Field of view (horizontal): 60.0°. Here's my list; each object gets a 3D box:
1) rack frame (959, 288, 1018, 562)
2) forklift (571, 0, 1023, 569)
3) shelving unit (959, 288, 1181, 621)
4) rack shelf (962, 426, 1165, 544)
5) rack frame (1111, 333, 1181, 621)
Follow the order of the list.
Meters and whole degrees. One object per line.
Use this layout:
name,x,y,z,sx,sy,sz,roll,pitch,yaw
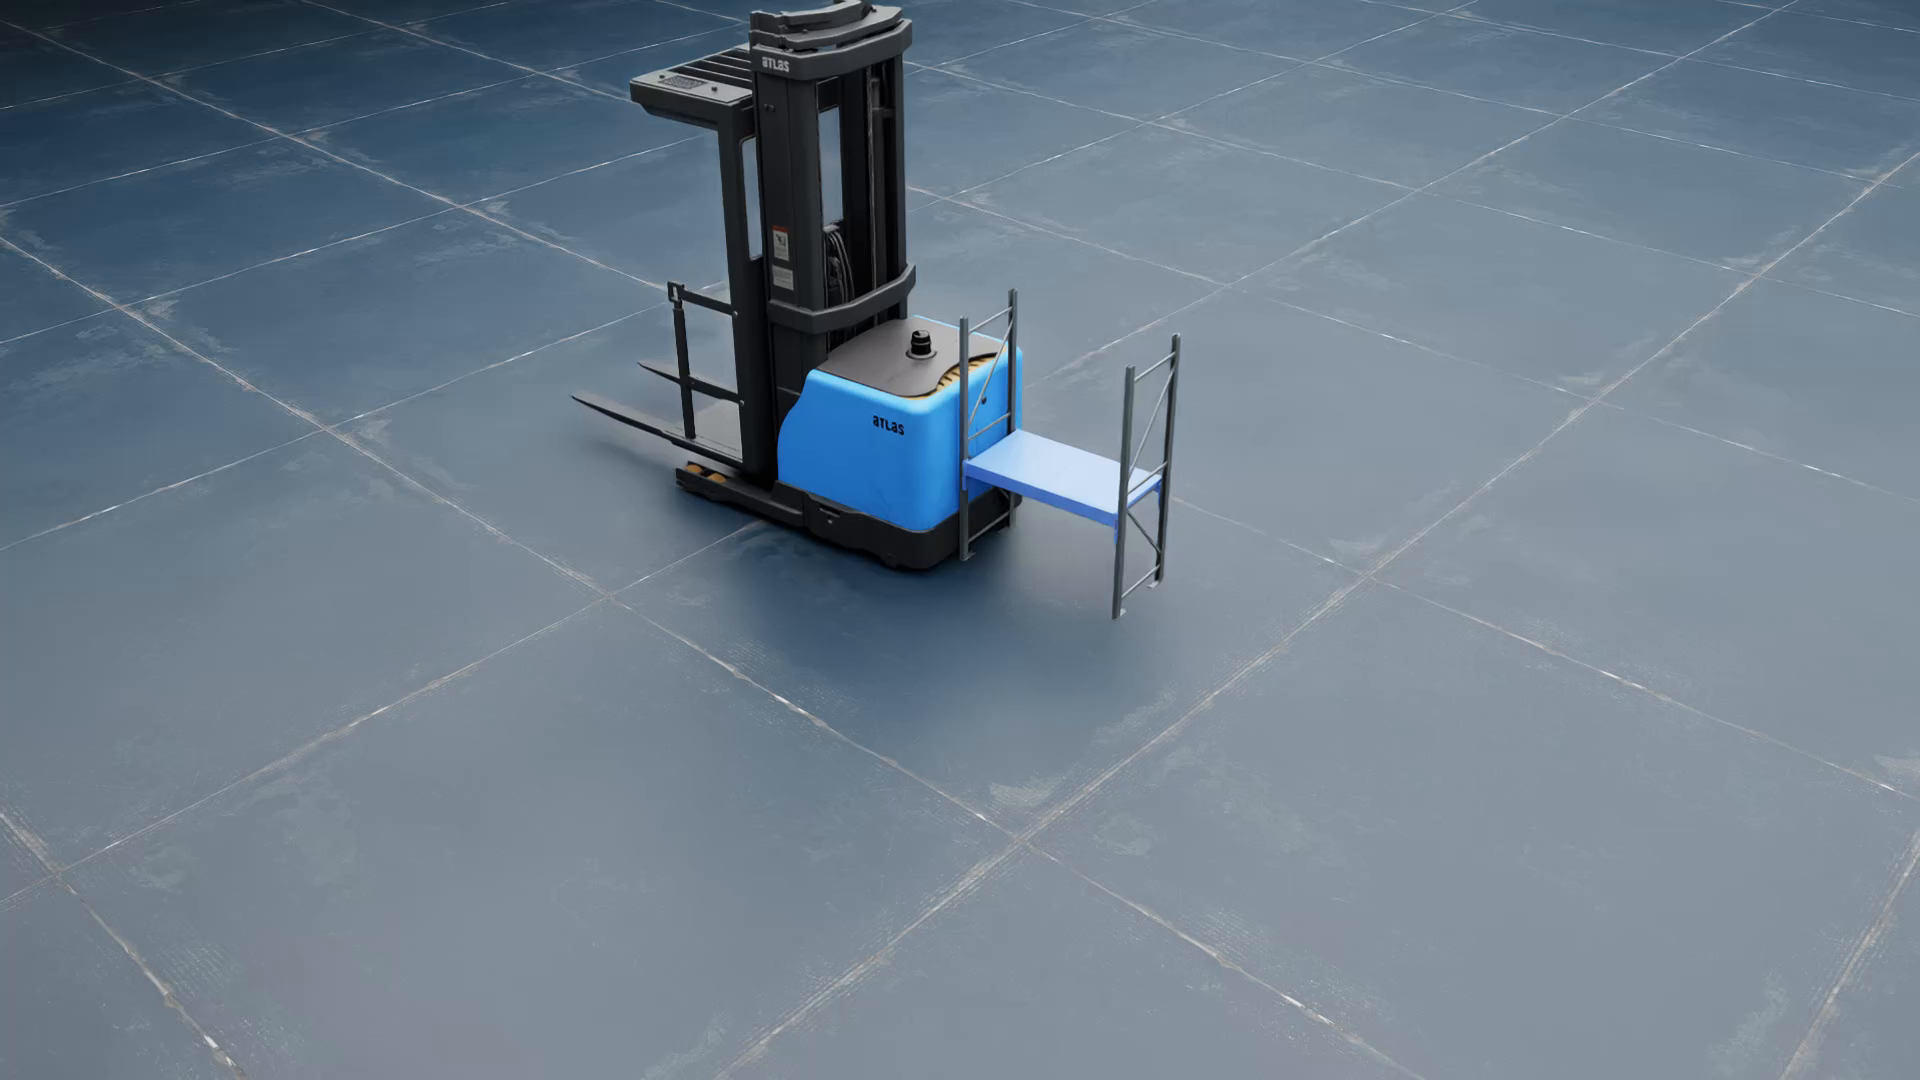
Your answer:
rack frame,0.157,-0.624,9.277,0.032,1.500,0.500,21,37,30
forklift,-1.118,-1.688,9.657,3.031,2.935,1.130,21,37,30
shelving unit,0.568,-0.469,9.020,1.048,1.500,0.538,21,37,30
rack shelf,0.568,-0.315,9.113,1.000,0.185,0.538,21,37,30
rack frame,0.978,-0.315,8.763,0.032,1.500,0.500,21,37,30
